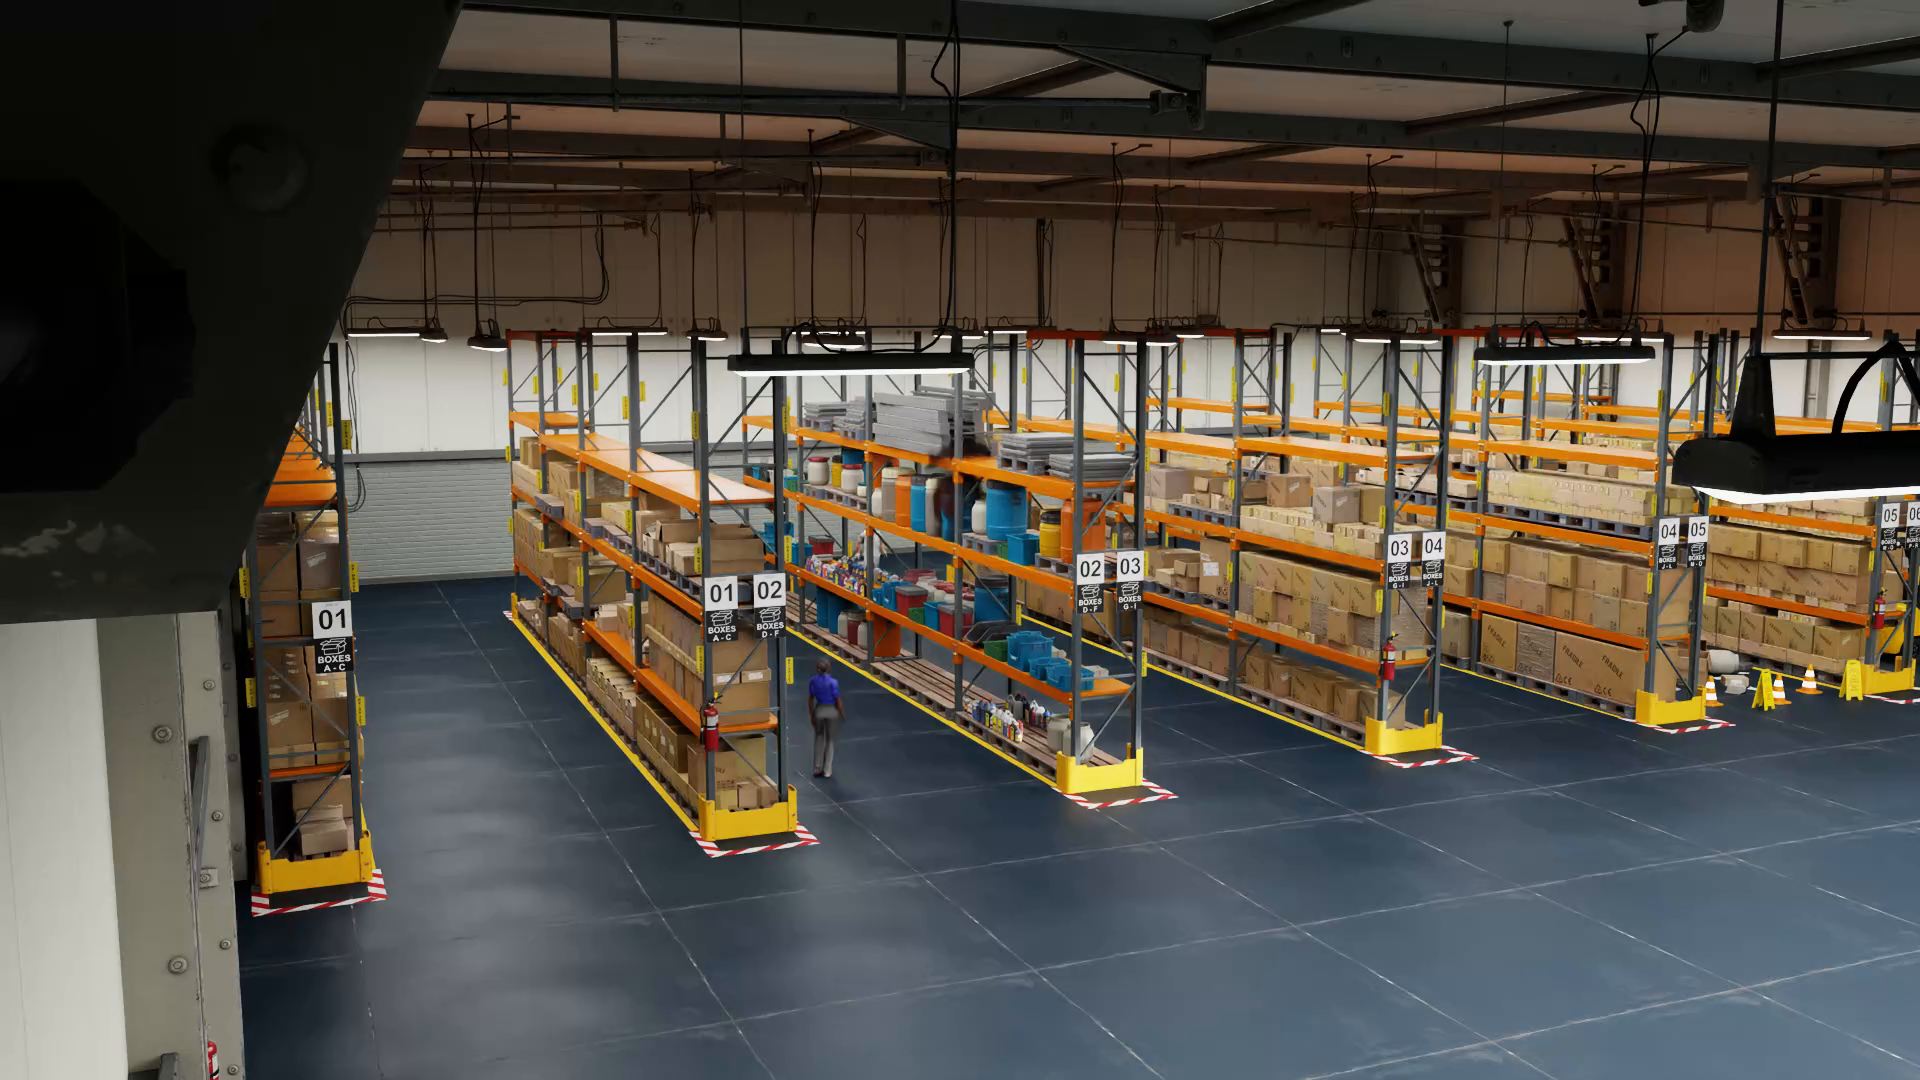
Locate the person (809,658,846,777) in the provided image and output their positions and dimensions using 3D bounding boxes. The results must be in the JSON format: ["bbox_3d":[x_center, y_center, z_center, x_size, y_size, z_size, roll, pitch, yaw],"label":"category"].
[{"bbox_3d":[-1.827,2.443,22.807,0.482,1.689,0.461,1,8,10],"label":"person"}]

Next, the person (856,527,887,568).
[{"bbox_3d":[-1.981,0.422,37.372,0.618,1.812,0.877,-4,9,-24],"label":"person"}]
